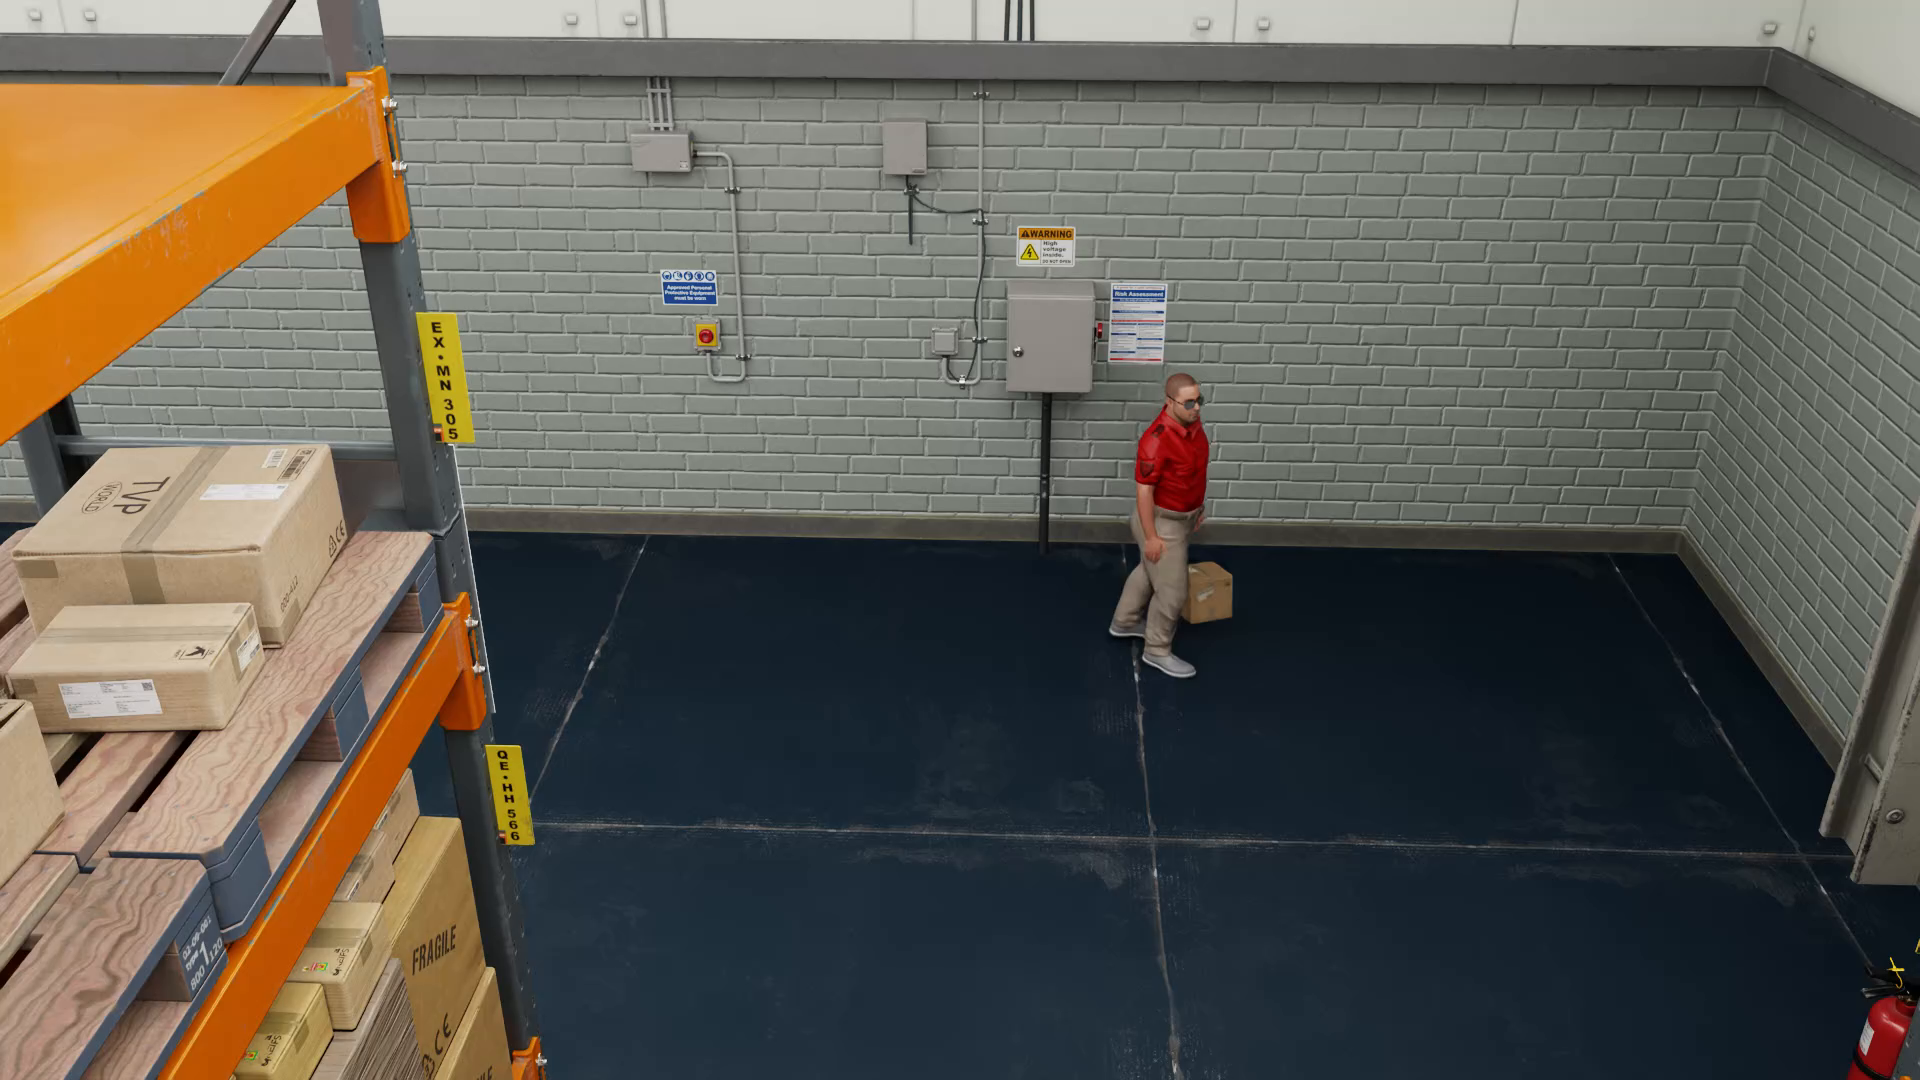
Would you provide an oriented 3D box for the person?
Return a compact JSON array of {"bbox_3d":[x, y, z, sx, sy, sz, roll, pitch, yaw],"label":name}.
[{"bbox_3d":[1.066,-0.111,8.853,0.592,1.713,0.551,14,31,25],"label":"person"}]
